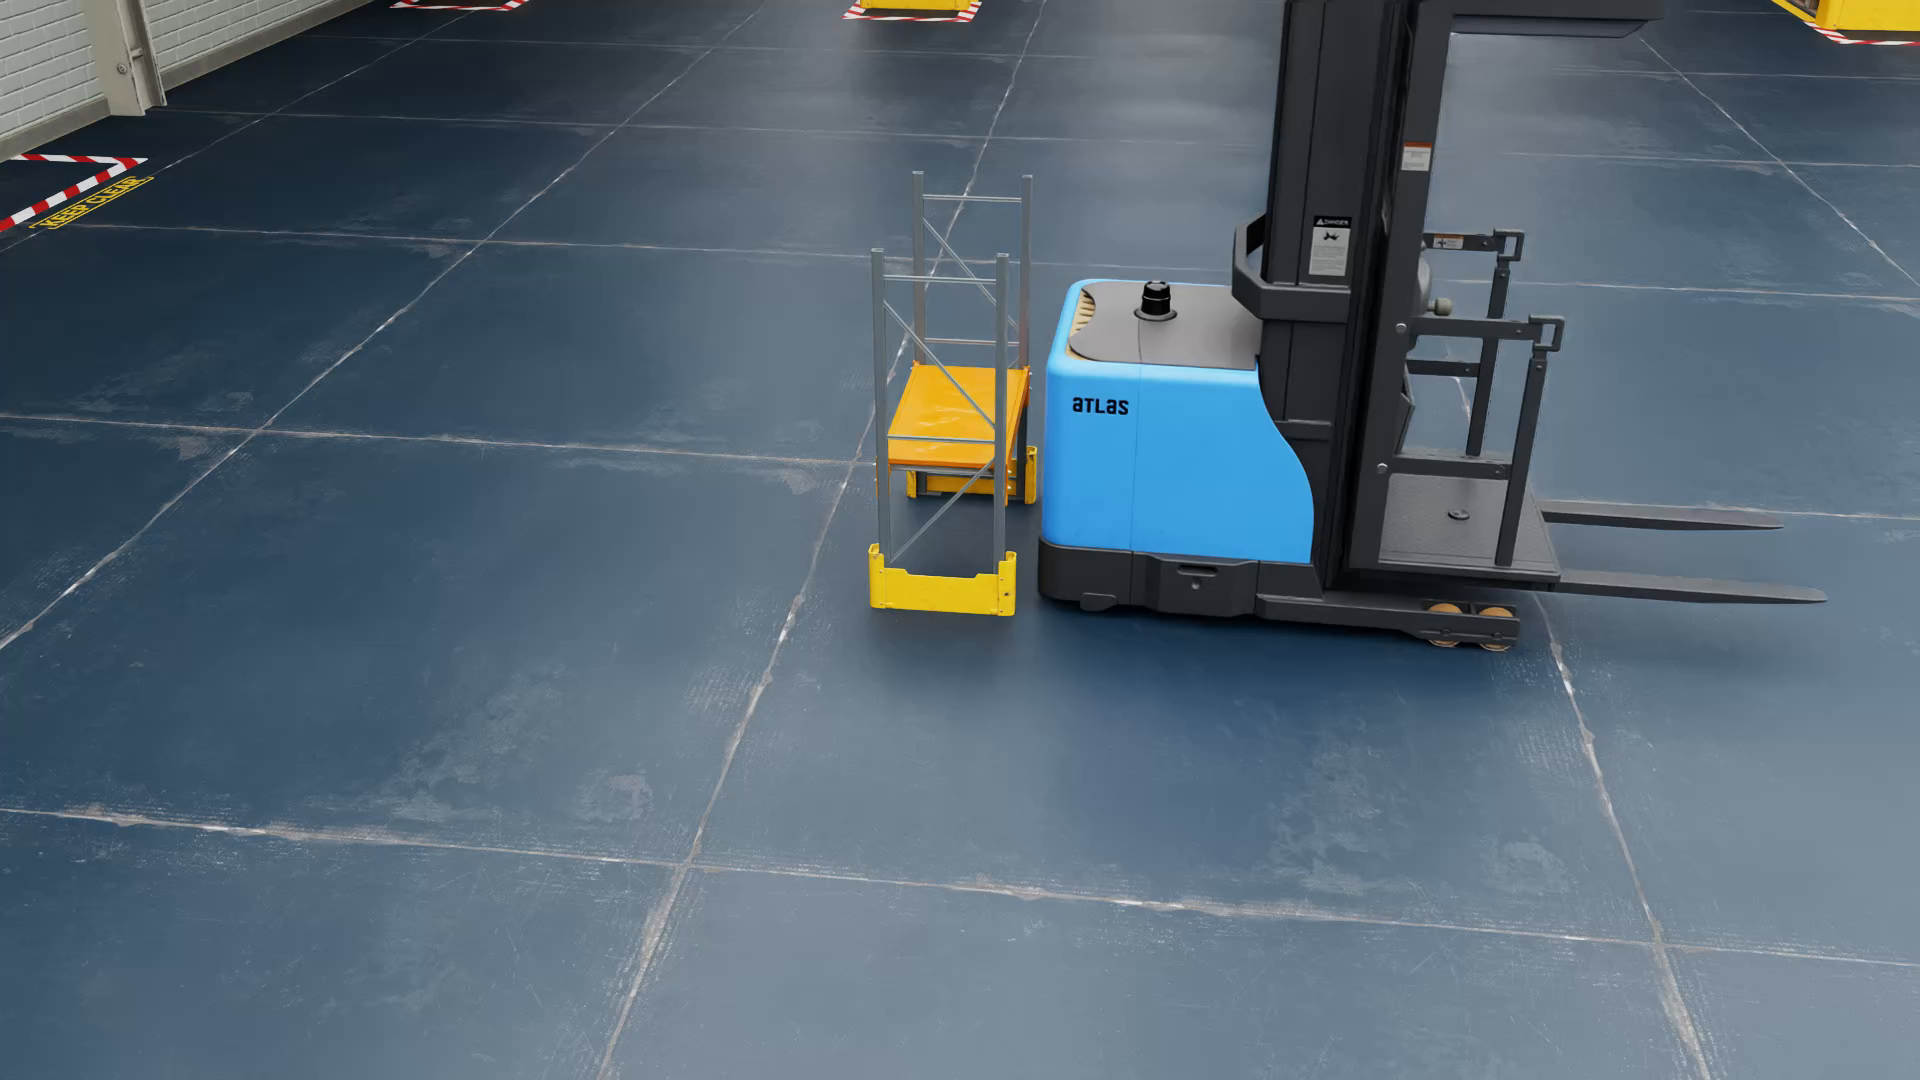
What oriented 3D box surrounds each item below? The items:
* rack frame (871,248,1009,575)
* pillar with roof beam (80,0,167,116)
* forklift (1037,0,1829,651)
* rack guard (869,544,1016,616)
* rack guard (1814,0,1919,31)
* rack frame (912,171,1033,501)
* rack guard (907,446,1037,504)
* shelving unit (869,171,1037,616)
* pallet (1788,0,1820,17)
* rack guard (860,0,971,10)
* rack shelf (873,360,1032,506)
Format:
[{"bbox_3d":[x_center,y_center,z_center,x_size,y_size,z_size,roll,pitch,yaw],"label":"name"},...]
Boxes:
[{"bbox_3d":[-0.073,-0.381,6.376,0.500,1.500,0.032,3,28,6],"label":"rack frame"},{"bbox_3d":[-2.630,-7.324,11.358,9.100,9.000,0.400,3,28,6],"label":"pillar with roof beam"},{"bbox_3d":[1.876,-1.131,6.259,3.031,2.935,1.130,4,29,8],"label":"forklift"},{"bbox_3d":[-0.070,0.160,6.689,0.587,0.250,0.087,3,28,6],"label":"rack guard"},{"bbox_3d":[9.363,-5.450,16.839,1.175,0.500,0.348,3,28,6],"label":"rack guard"},{"bbox_3d":[0.052,-0.859,7.264,0.500,1.500,0.032,3,28,6],"label":"rack frame"},{"bbox_3d":[0.052,-0.309,7.559,0.587,0.250,0.087,3,28,6],"label":"rack guard"},{"bbox_3d":[-0.009,-0.624,6.828,0.587,1.500,1.083,3,28,6],"label":"shelving unit"},{"bbox_3d":[9.498,-5.703,17.613,1.003,0.211,1.213,3,28,6],"label":"pallet"},{"bbox_3d":[-0.480,-5.980,17.823,1.175,0.500,0.348,3,28,6],"label":"rack guard"},{"bbox_3d":[-0.010,-0.462,6.905,0.538,0.185,1.000,3,28,6],"label":"rack shelf"}]
